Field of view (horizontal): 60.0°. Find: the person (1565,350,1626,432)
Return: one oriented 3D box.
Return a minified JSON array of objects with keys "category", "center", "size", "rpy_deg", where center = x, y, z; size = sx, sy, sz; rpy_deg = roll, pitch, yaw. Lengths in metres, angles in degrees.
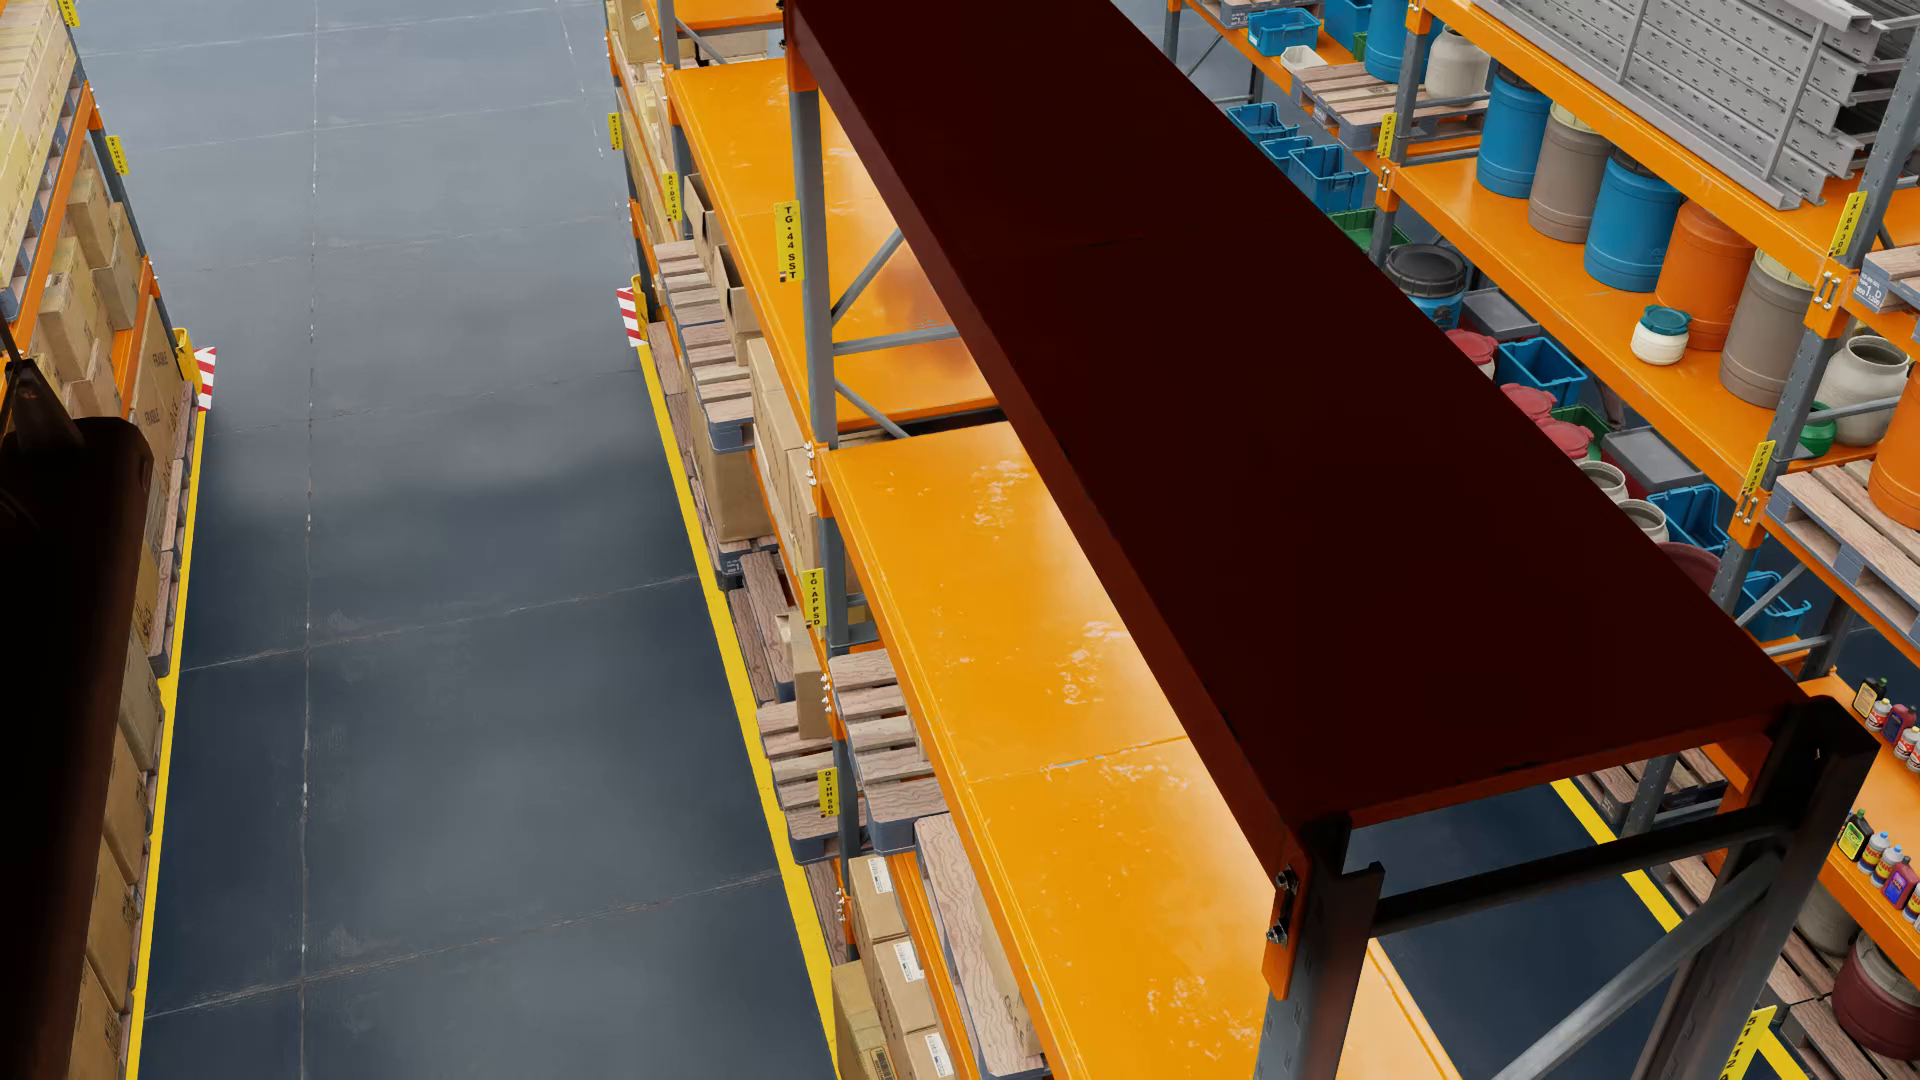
[{"category":"person","center":[5.234,-1.621,13.487],"size":[0.635,1.762,0.871],"rpy_deg":[-18,42,-22]}]
